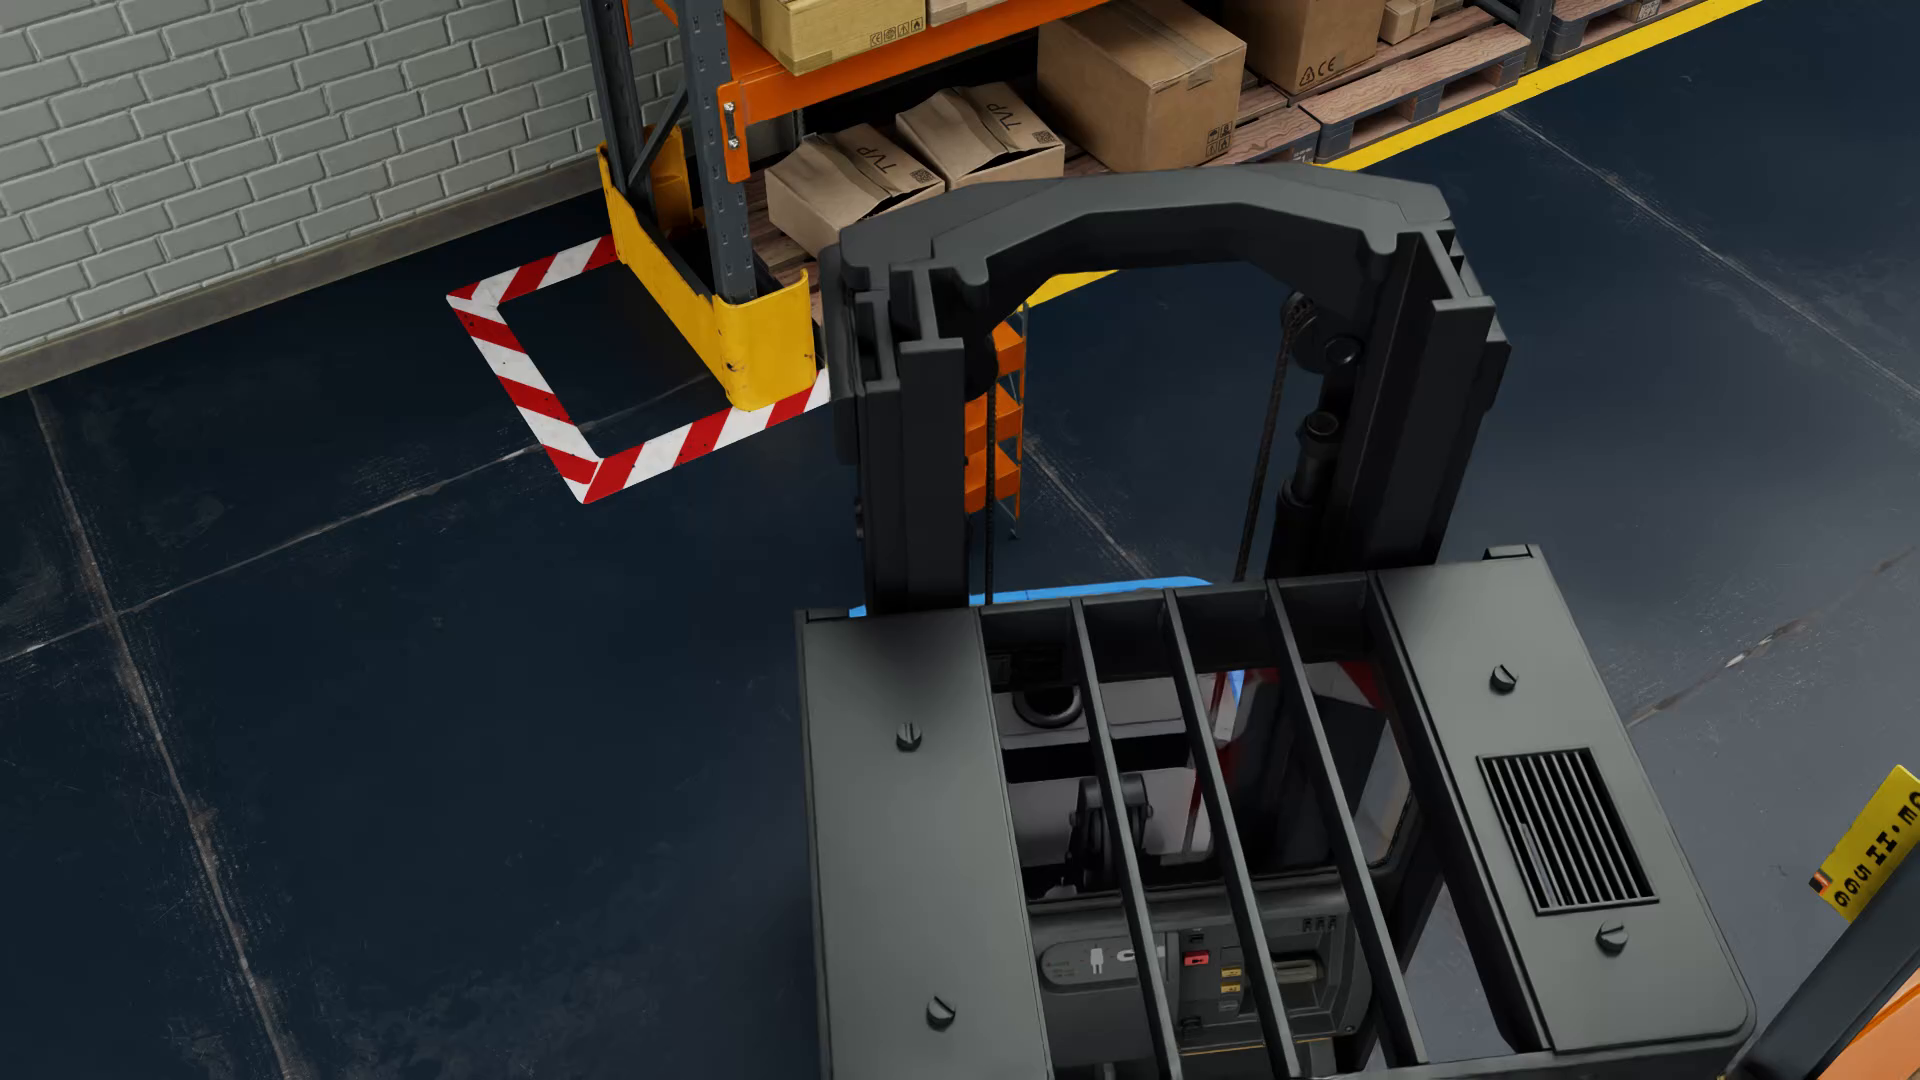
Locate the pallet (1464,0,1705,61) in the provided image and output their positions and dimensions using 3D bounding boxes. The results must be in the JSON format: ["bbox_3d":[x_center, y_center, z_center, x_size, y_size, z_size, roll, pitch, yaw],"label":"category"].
[{"bbox_3d":[3.003,-2.842,8.139,1.213,0.211,1.003,-25,53,-21],"label":"pallet"}]

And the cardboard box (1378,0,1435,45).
[{"bbox_3d":[1.908,-2.430,7.508,0.250,0.166,0.380,-32,56,-25],"label":"cardboard box"}]

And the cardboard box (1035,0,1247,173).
[{"bbox_3d":[0.724,-1.886,6.800,0.500,0.500,0.700,-28,54,-23],"label":"cardboard box"}]

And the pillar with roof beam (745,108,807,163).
[{"bbox_3d":[1.389,-1.965,1.474,0.400,9.000,9.100,-25,53,-21],"label":"pillar with roof beam"}]

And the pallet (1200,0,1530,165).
[{"bbox_3d":[1.796,-2.240,7.604,1.213,0.211,1.003,-25,53,-21],"label":"pallet"}]

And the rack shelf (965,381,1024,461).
[{"bbox_3d":[0.045,-0.363,5.385,0.240,0.259,0.215,-25,53,-21],"label":"rack shelf"}]

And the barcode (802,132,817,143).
[{"bbox_3d":[-0.603,-1.598,6.664,0.075,0.075,0.001,-25,53,-21],"label":"barcode"}]

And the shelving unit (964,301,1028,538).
[{"bbox_3d":[0.045,-0.370,5.377,0.252,1.050,0.215,-25,53,-21],"label":"shelving unit"}]

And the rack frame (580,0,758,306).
[{"bbox_3d":[-1.038,-1.864,5.401,0.127,3.000,1.000,-25,53,-21],"label":"rack frame"}]

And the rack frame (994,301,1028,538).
[{"bbox_3d":[0.148,-0.419,5.420,0.008,1.050,0.200,-25,53,-21],"label":"rack frame"}]

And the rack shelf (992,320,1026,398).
[{"bbox_3d":[0.045,-0.552,5.173,0.240,0.259,0.215,-25,53,-21],"label":"rack shelf"}]

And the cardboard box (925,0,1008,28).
[{"bbox_3d":[-0.024,-2.031,5.637,0.500,0.250,0.500,-27,54,-22],"label":"cardboard box"}]

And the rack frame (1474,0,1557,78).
[{"bbox_3d":[2.345,-3.458,6.821,0.127,3.000,1.000,-25,53,-21],"label":"rack frame"}]

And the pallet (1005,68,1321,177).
[{"bbox_3d":[0.763,-1.751,7.168,1.213,0.211,1.003,-25,53,-21],"label":"pallet"}]

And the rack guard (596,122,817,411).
[{"bbox_3d":[-0.974,-1.063,6.362,0.348,0.500,1.175,-25,53,-21],"label":"rack guard"}]

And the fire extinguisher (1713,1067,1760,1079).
[{"bbox_3d":[1.260,1.043,2.865,0.183,0.674,0.296,-25,53,-21],"label":"fire extinguisher"}]

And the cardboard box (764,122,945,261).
[{"bbox_3d":[-0.405,-1.335,6.436,0.500,0.311,0.500,-31,55,-25],"label":"cardboard box"}]

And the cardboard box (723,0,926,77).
[{"bbox_3d":[-0.456,-1.815,5.444,0.500,0.250,0.500,-27,54,-22],"label":"cardboard box"}]

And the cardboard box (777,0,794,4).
[{"bbox_3d":[-0.474,-2.070,5.170,0.500,0.500,0.500,-25,53,-21],"label":"cardboard box"}]

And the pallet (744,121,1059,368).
[{"bbox_3d":[-0.268,-1.268,6.738,1.213,0.211,1.003,-25,53,-21],"label":"pallet"}]

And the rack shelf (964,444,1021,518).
[{"bbox_3d":[0.045,-0.179,5.592,0.240,0.259,0.215,-25,53,-21],"label":"rack shelf"}]

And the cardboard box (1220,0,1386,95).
[{"bbox_3d":[1.488,-2.334,7.199,0.500,0.500,0.500,-29,54,-23],"label":"cardboard box"}]

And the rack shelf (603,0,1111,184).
[{"bbox_3d":[0.653,-2.422,6.380,4.000,0.370,1.077,-25,53,-21],"label":"rack shelf"}]

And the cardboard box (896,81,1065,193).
[{"bbox_3d":[0.077,-1.562,6.638,0.500,0.311,0.500,-21,52,-18],"label":"cardboard box"}]

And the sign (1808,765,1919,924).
[{"bbox_3d":[1.330,0.451,2.406,0.005,0.325,0.100,-25,53,-21],"label":"sign"}]

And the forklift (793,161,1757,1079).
[{"bbox_3d":[0.339,0.961,2.932,1.130,2.935,3.031,-5,49,-4],"label":"forklift"}]
